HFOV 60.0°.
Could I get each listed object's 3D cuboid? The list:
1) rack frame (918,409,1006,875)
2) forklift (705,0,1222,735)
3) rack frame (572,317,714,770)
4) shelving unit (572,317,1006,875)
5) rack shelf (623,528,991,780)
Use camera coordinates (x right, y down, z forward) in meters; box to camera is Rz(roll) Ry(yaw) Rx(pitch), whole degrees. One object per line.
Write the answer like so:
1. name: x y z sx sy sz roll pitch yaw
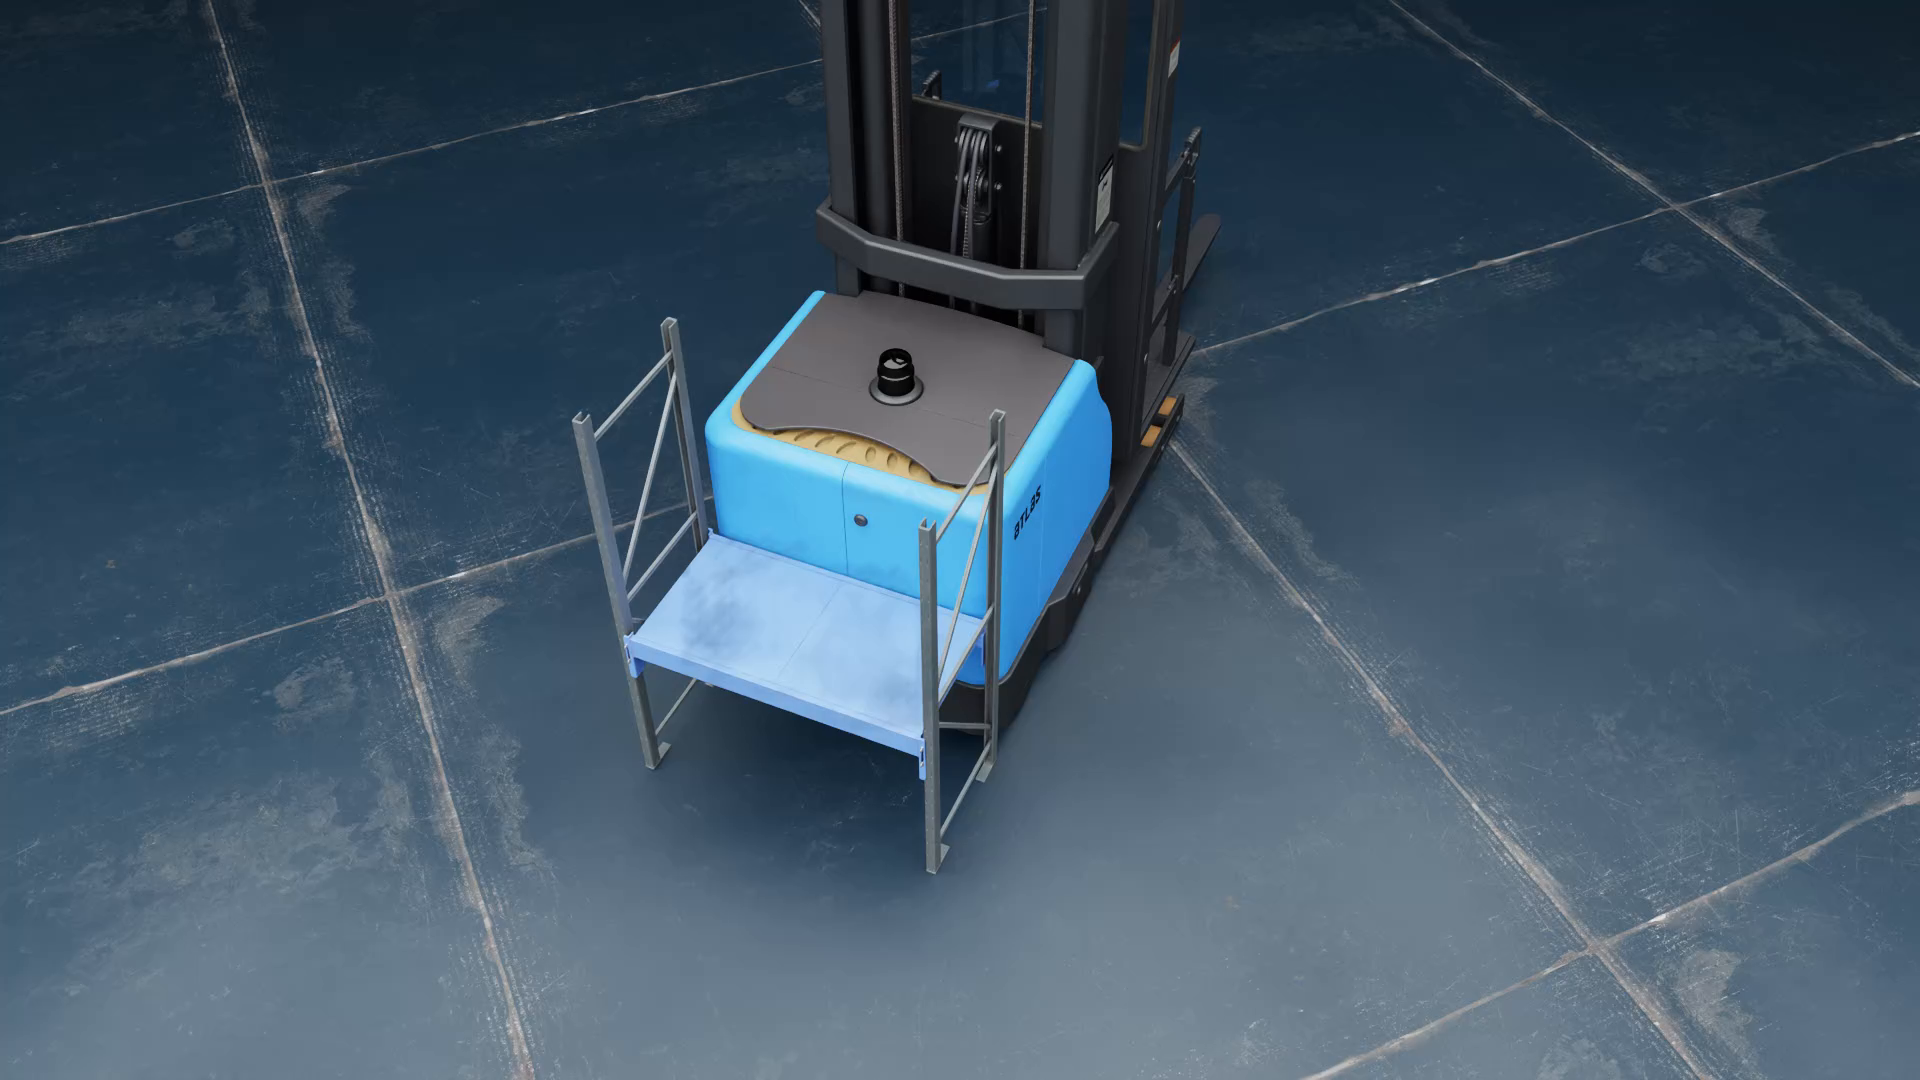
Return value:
1. rack frame: 0.009 0.346 4.831 0.032 1.500 0.500 17 47 17
2. forklift: 0.248 -1.444 5.627 1.130 2.935 3.031 17 47 16
3. rack frame: -0.922 0.060 5.121 0.032 1.500 0.500 17 47 17
4. shelving unit: -0.456 0.203 4.976 1.048 1.500 0.538 17 47 17
5. rack shelf: -0.456 0.331 5.103 1.000 0.185 0.538 17 47 17
